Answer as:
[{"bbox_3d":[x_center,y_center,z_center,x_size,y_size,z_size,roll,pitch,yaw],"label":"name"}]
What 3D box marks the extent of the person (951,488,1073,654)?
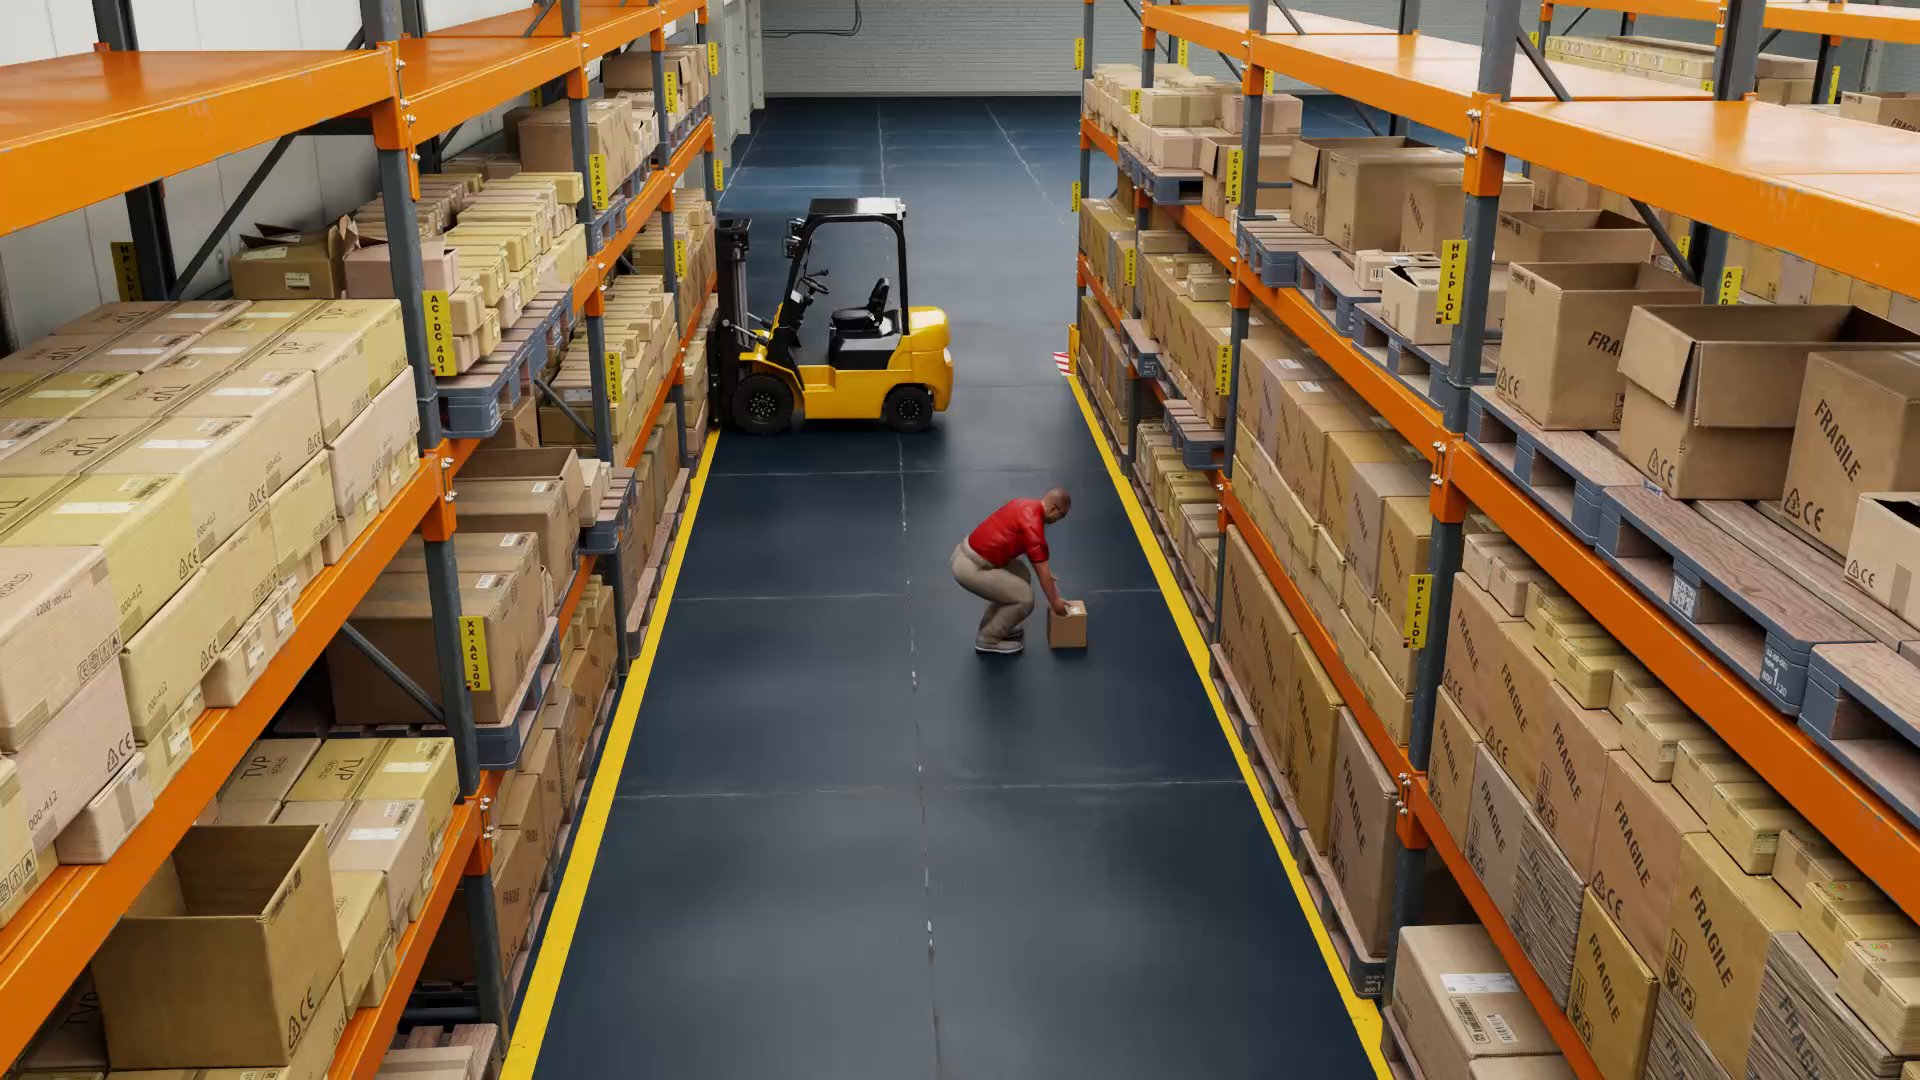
[{"bbox_3d":[0.349,0.185,11.493,0.830,1.114,0.576,-1,20,-3],"label":"person"}]
